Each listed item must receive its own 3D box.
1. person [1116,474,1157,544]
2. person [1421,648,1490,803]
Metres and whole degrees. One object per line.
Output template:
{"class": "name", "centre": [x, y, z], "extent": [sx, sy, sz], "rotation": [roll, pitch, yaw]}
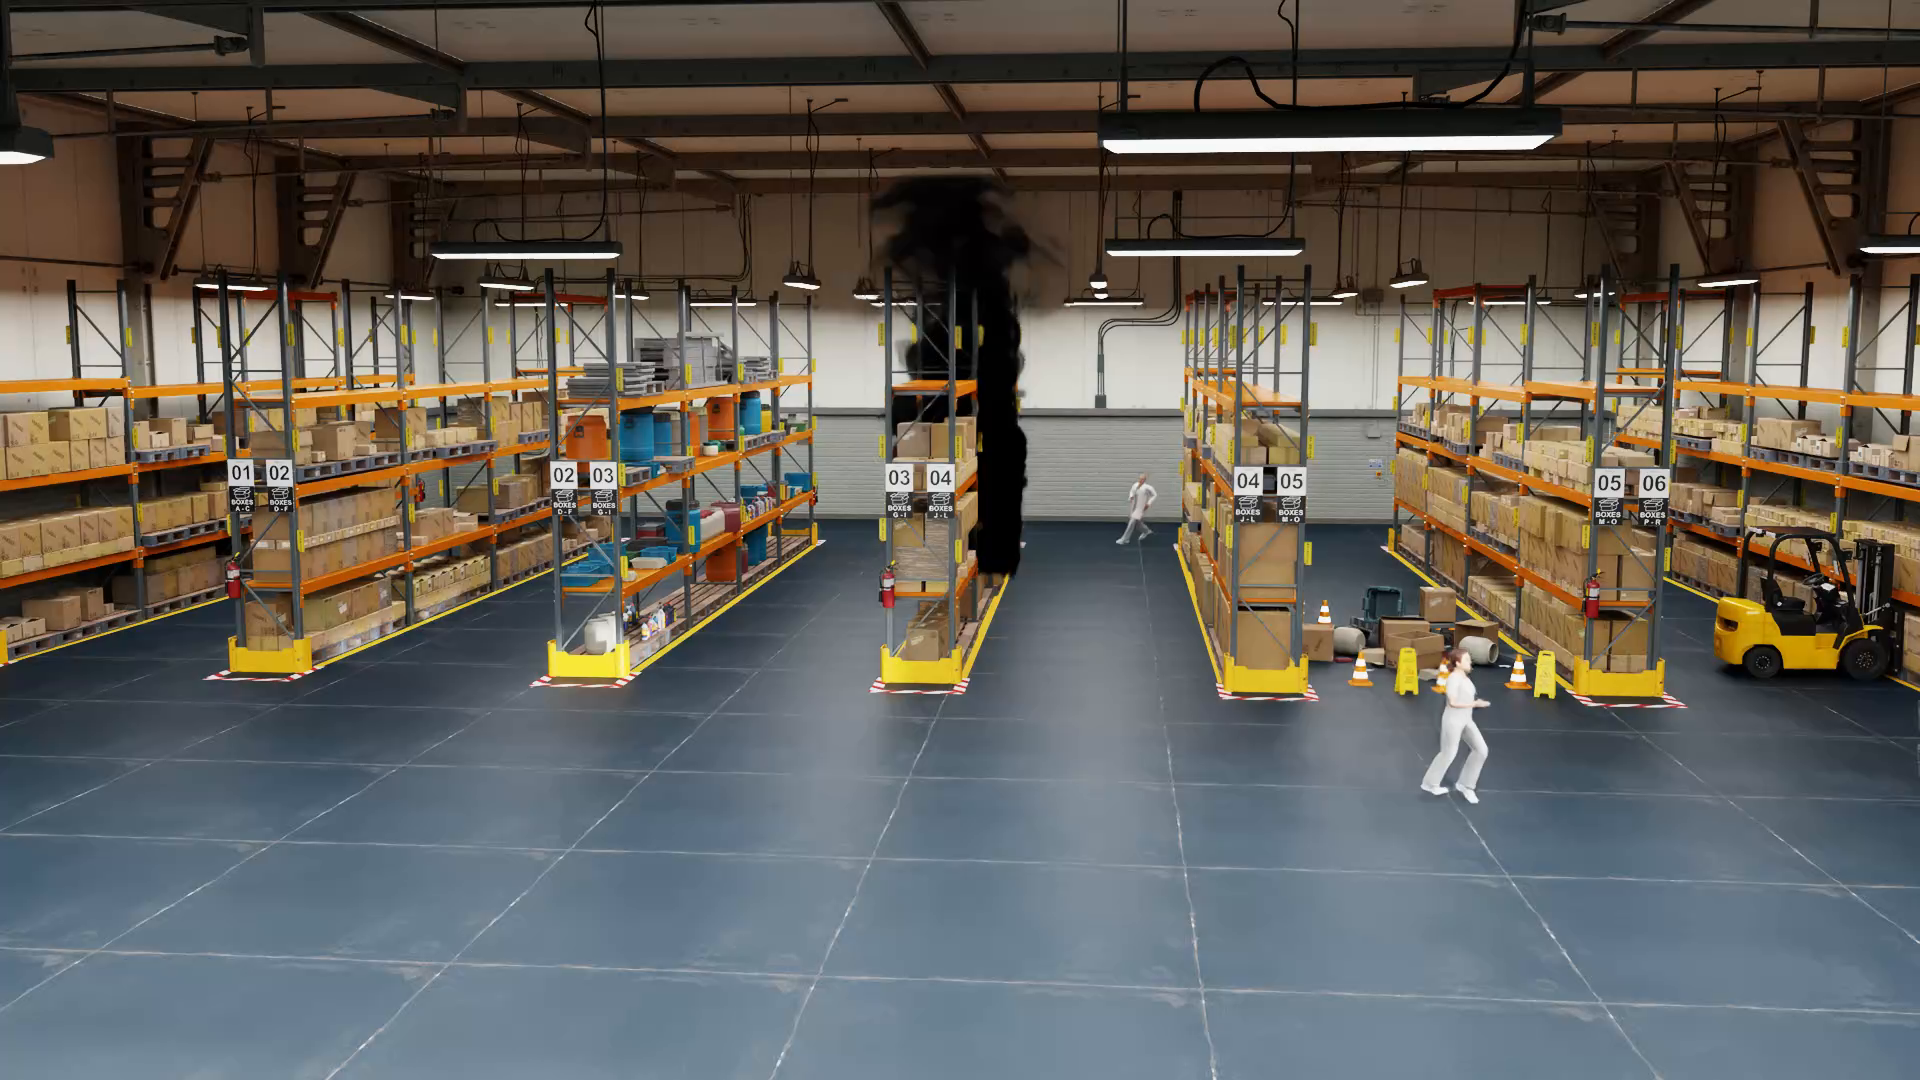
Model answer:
{"class": "person", "centre": [4.381, -0.758, 40.368], "extent": [1.077, 1.708, 0.770], "rotation": [-5, 9, -35]}
{"class": "person", "centre": [5.382, 2.006, 17.973], "extent": [0.761, 1.699, 0.502], "rotation": [6, 9, 42]}
